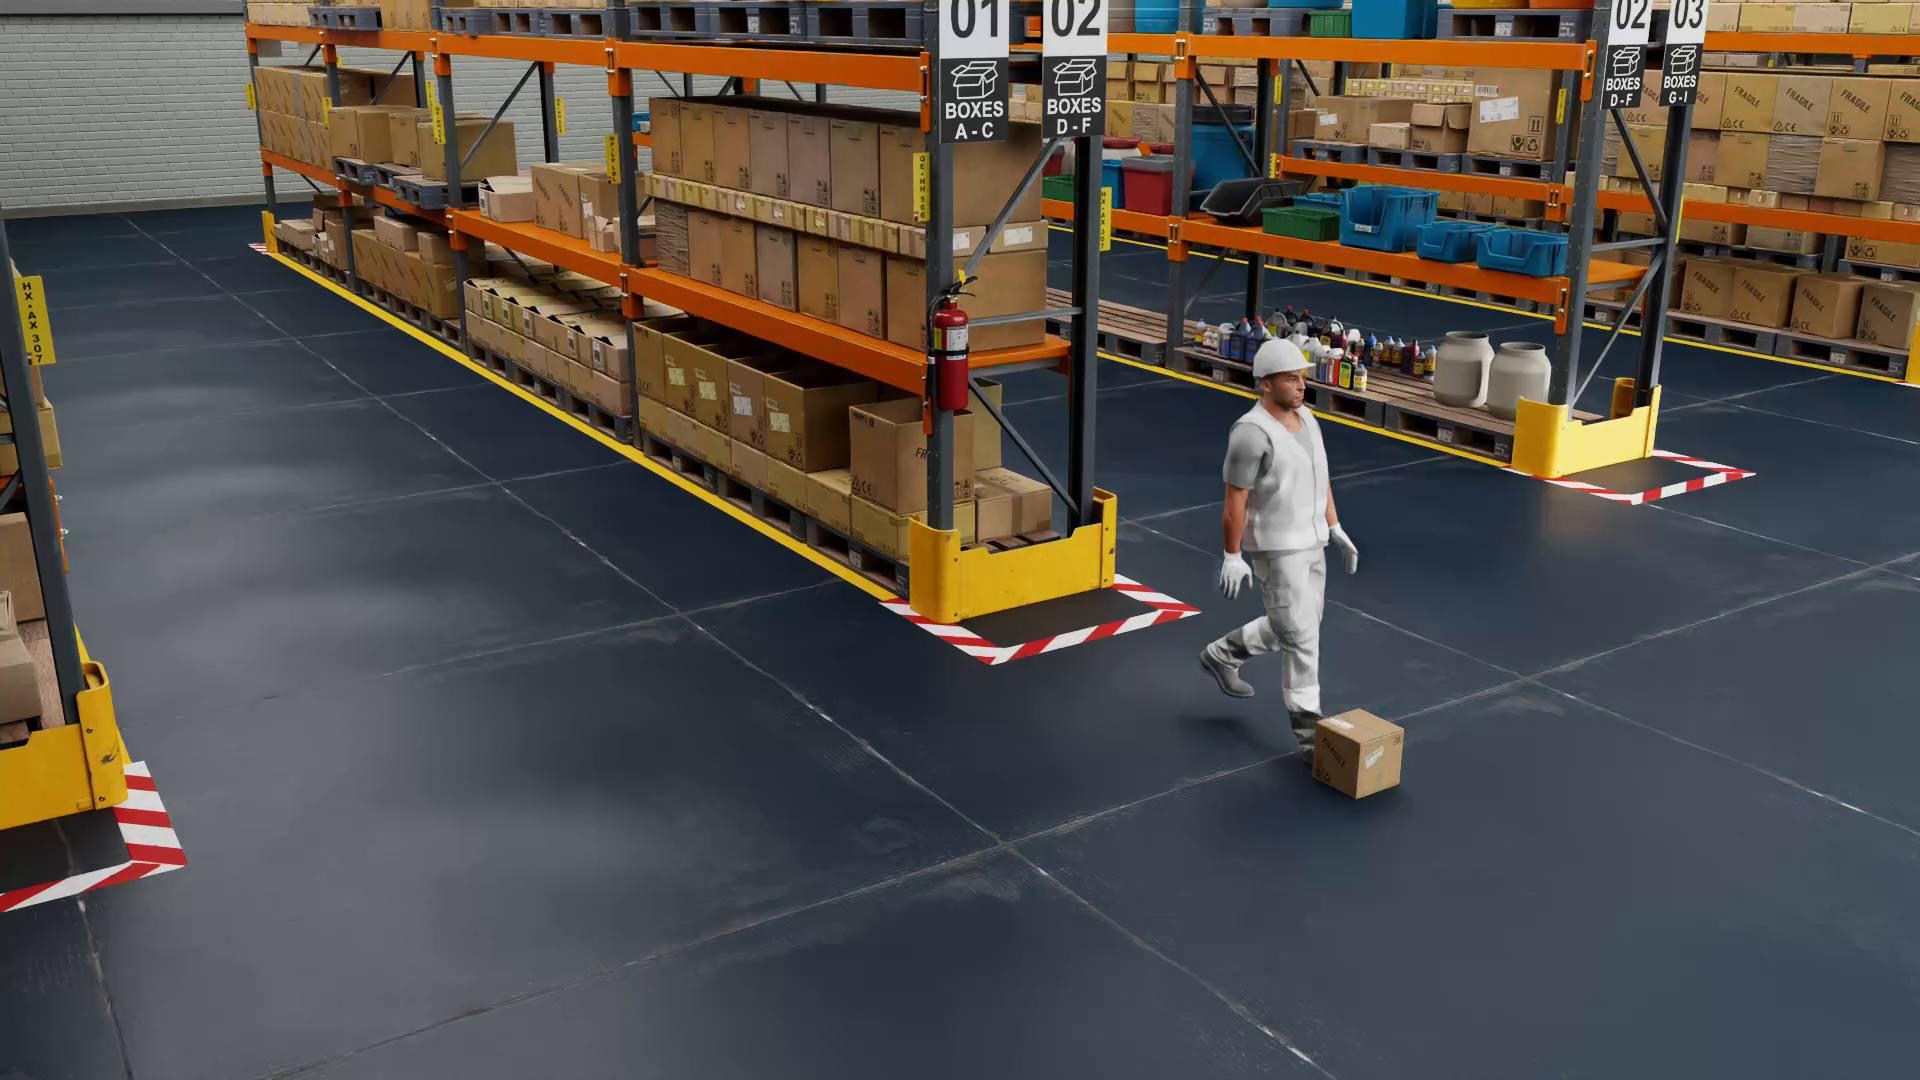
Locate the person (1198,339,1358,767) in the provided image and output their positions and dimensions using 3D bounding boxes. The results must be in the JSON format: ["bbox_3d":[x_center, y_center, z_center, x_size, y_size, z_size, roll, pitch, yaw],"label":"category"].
[{"bbox_3d":[1.381,0.038,6.953,0.959,1.762,0.539,15,23,38],"label":"person"}]
